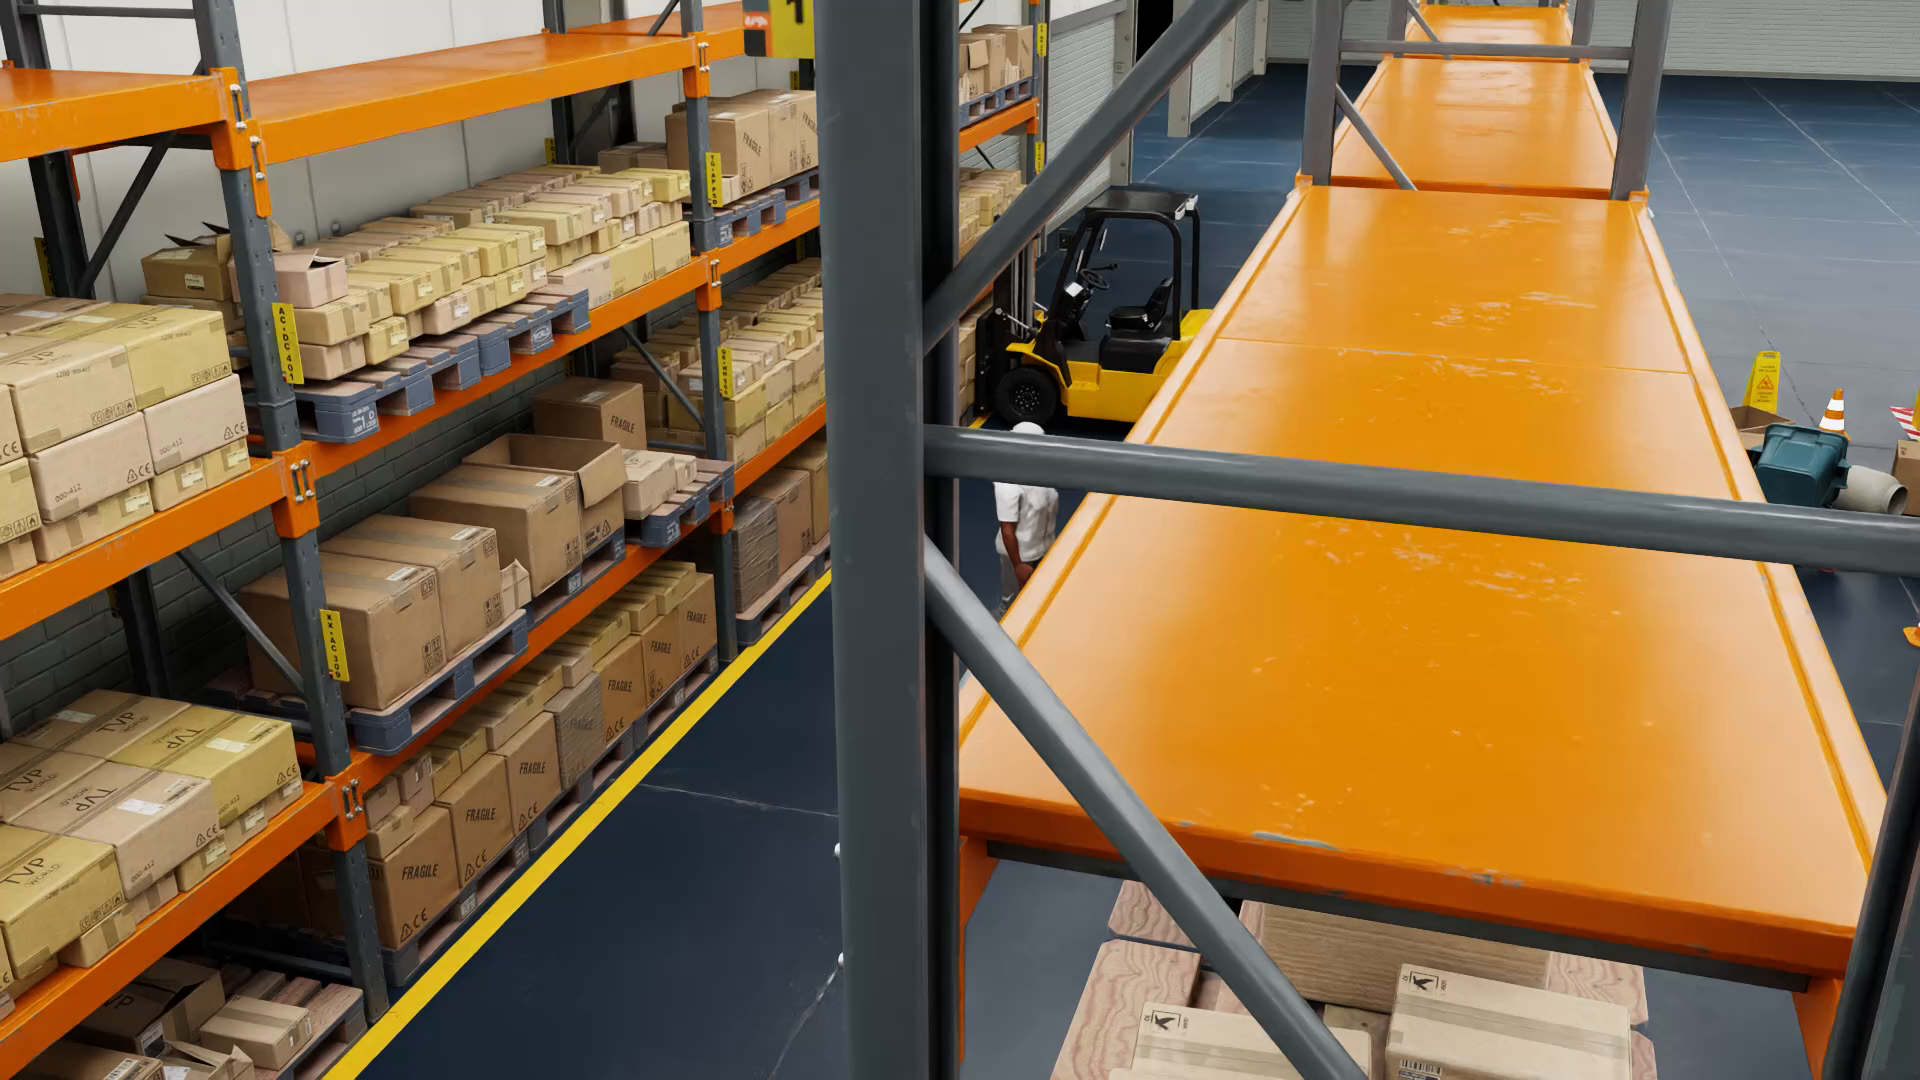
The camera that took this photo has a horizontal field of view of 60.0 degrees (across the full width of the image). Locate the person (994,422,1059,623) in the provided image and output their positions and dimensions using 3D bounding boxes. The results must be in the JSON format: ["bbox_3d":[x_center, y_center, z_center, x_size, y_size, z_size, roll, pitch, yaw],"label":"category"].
[{"bbox_3d":[0.460,0.097,10.803,0.631,1.793,0.578,16,27,35],"label":"person"}]
